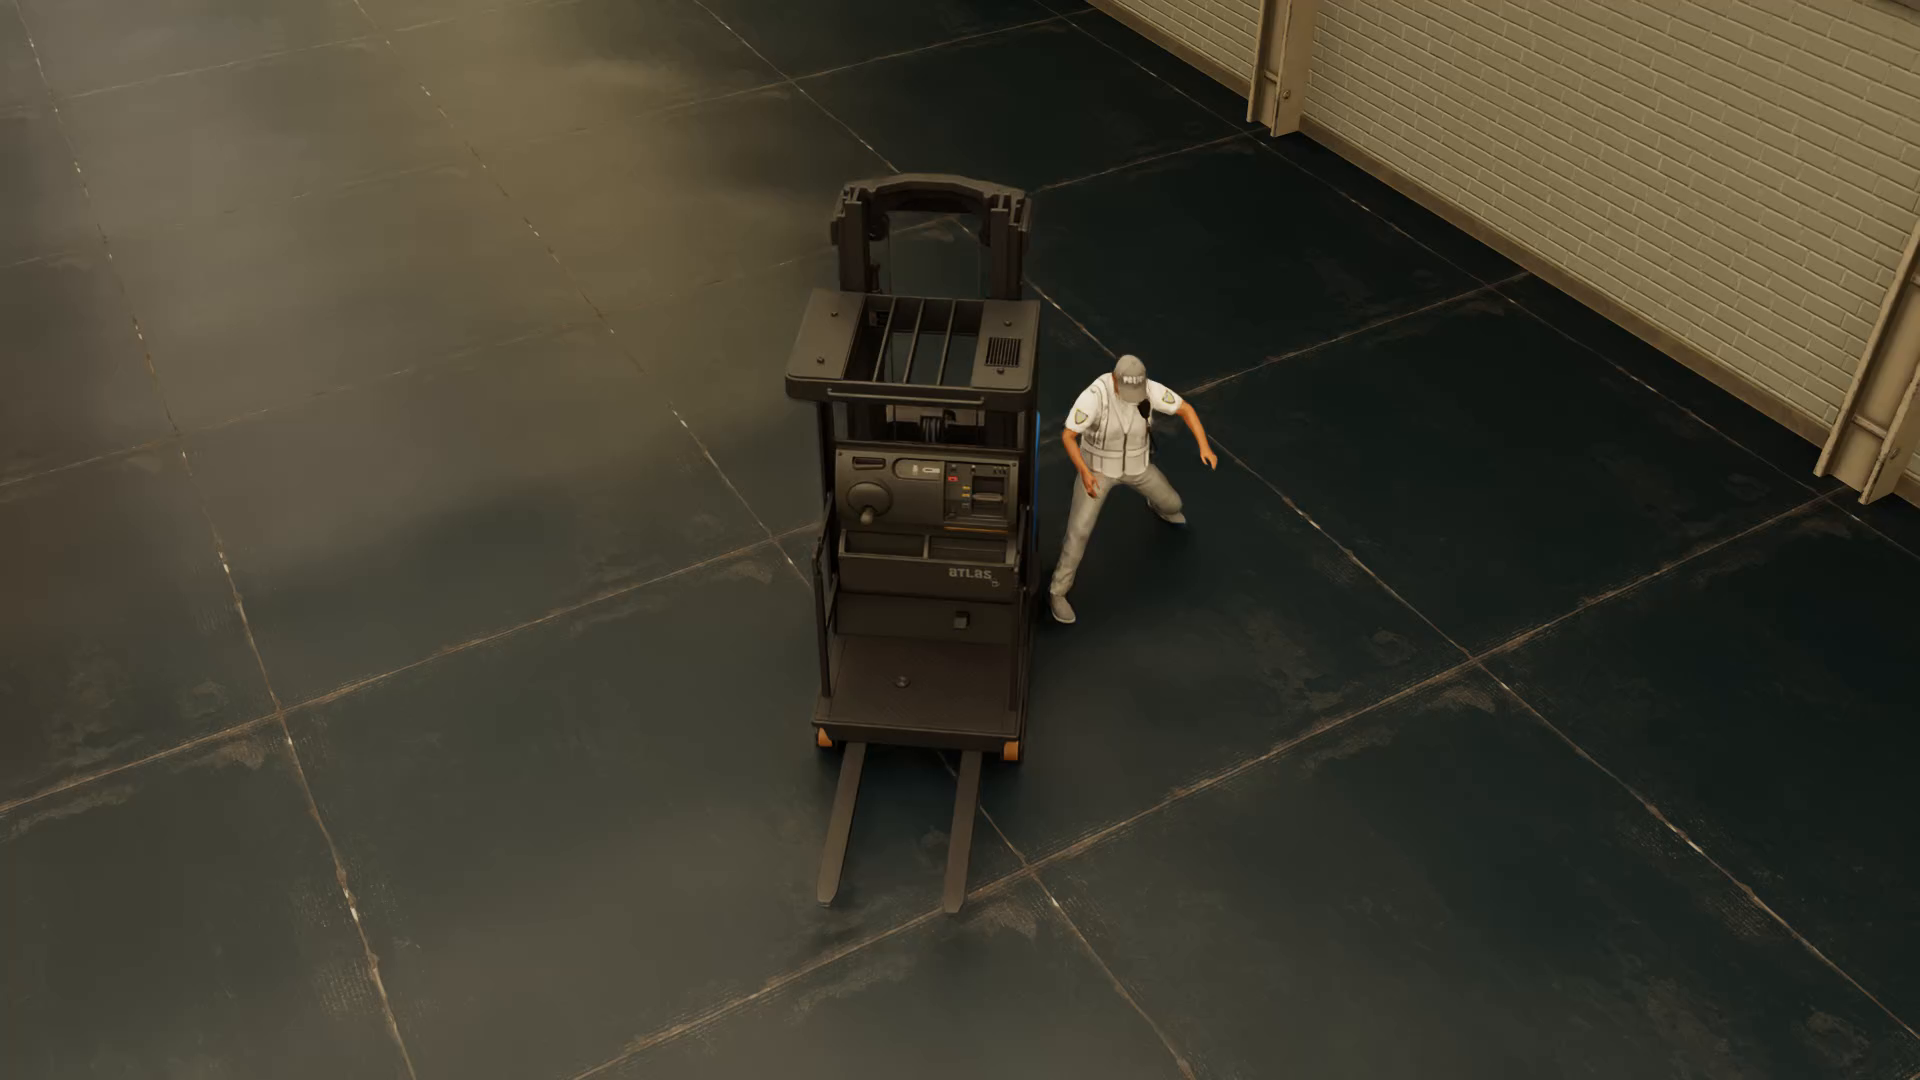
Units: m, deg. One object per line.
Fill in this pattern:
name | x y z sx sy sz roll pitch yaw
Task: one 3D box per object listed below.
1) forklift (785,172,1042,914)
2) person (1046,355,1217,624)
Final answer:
forklift | -0.188 -0.175 8.248 1.130 2.935 3.031 4 40 5
person | 0.982 -0.397 9.695 1.096 1.514 0.971 -9 41 -11
